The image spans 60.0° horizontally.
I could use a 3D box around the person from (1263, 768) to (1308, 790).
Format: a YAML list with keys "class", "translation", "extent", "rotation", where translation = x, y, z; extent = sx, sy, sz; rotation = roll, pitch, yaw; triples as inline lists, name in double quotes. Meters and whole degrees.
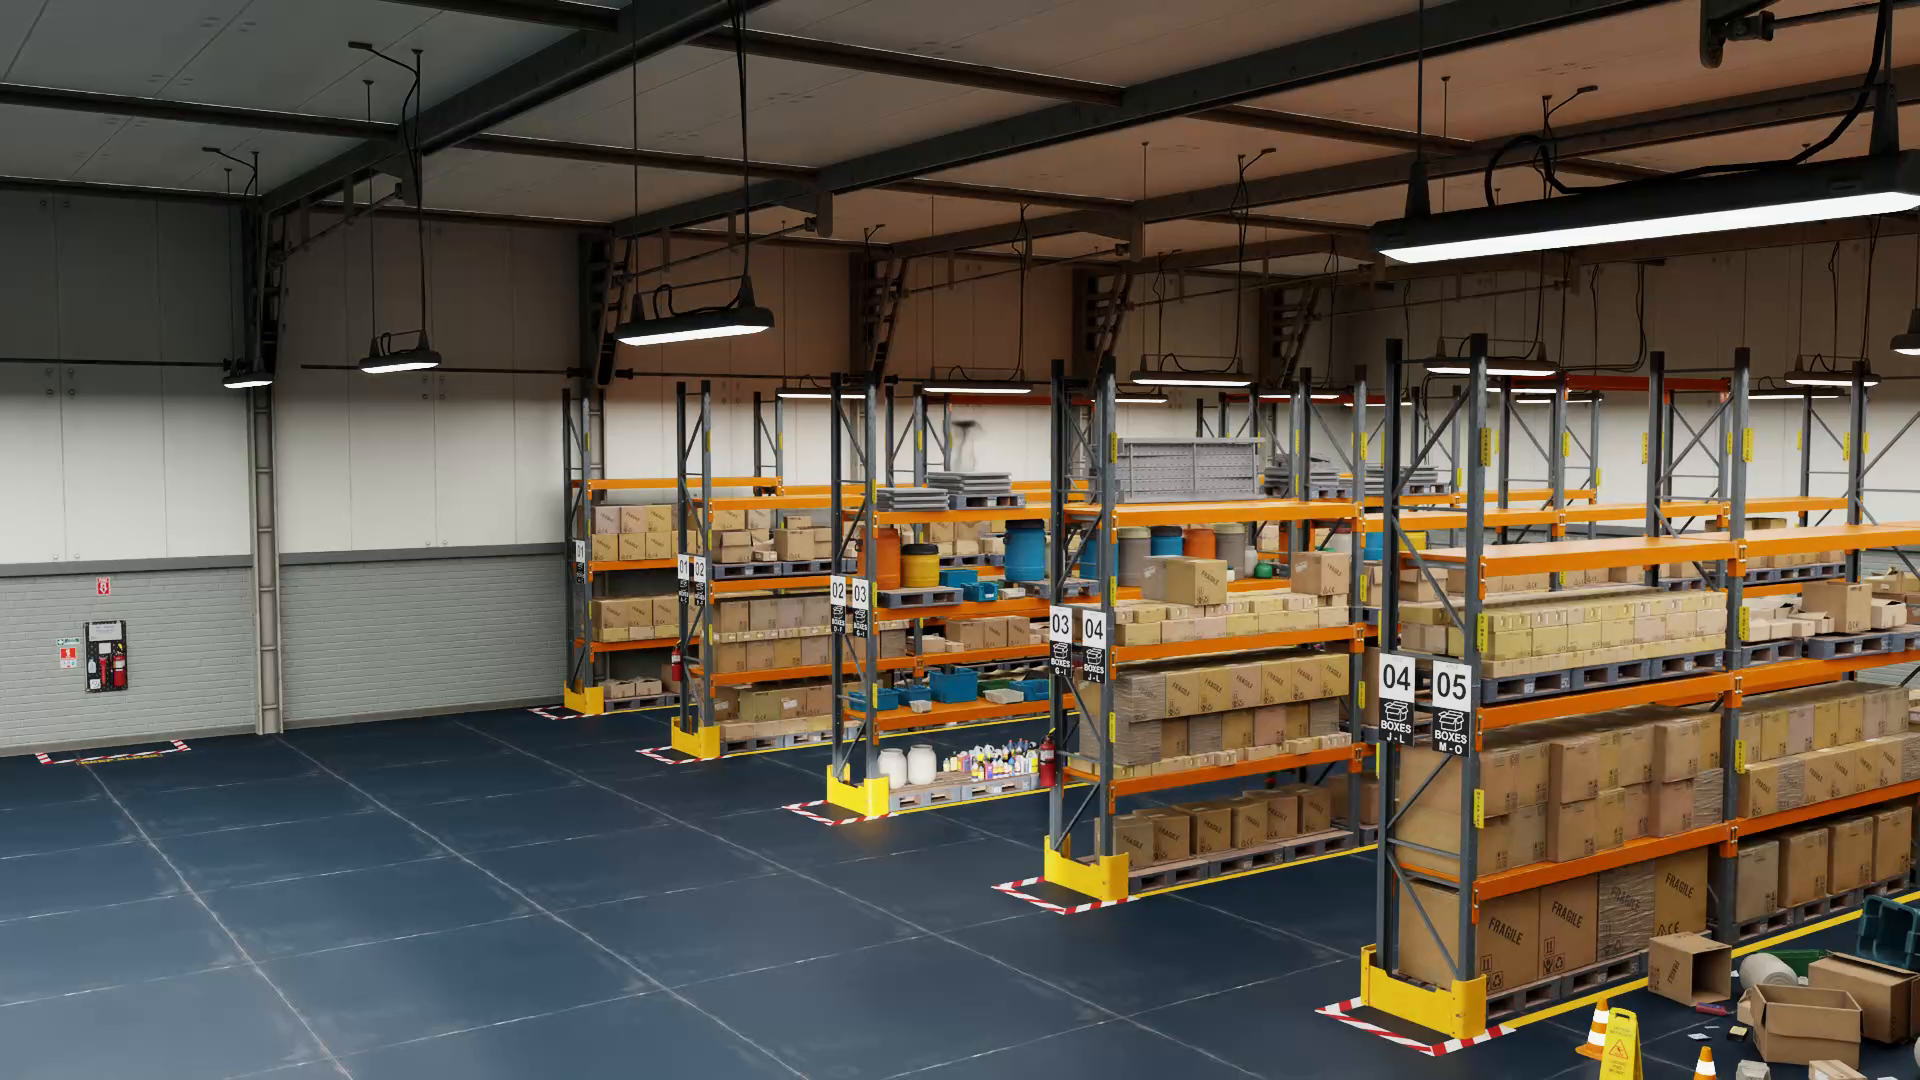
- class: "person"
  translation: [4.536, 2.827, 23.377]
  extent: [1.017, 1.729, 0.676]
  rotation: [-3, 5, -37]
